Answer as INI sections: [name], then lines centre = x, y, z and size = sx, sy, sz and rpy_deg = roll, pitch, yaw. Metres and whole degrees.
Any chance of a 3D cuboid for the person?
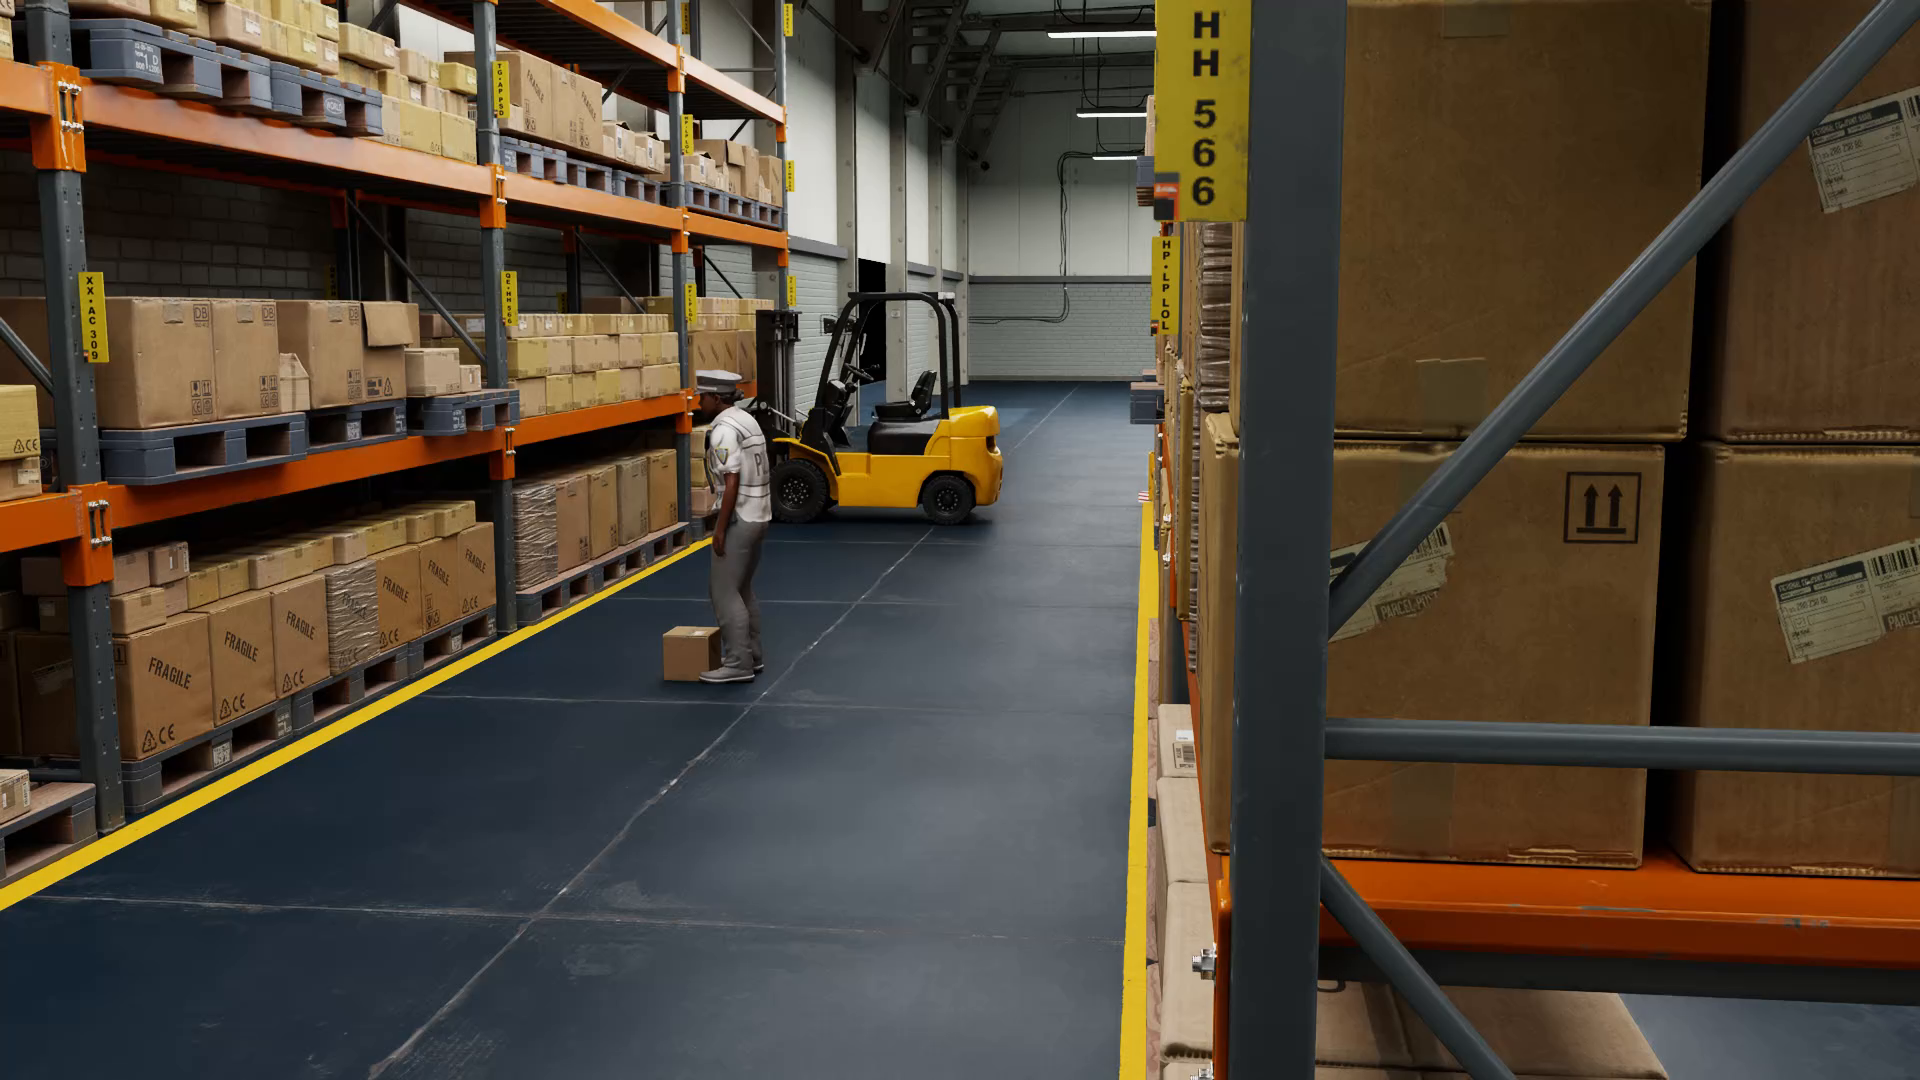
[person]
centre = -1.212, -0.079, 8.896
size = 0.395, 1.656, 0.503
rpy_deg = 1, 8, 6
